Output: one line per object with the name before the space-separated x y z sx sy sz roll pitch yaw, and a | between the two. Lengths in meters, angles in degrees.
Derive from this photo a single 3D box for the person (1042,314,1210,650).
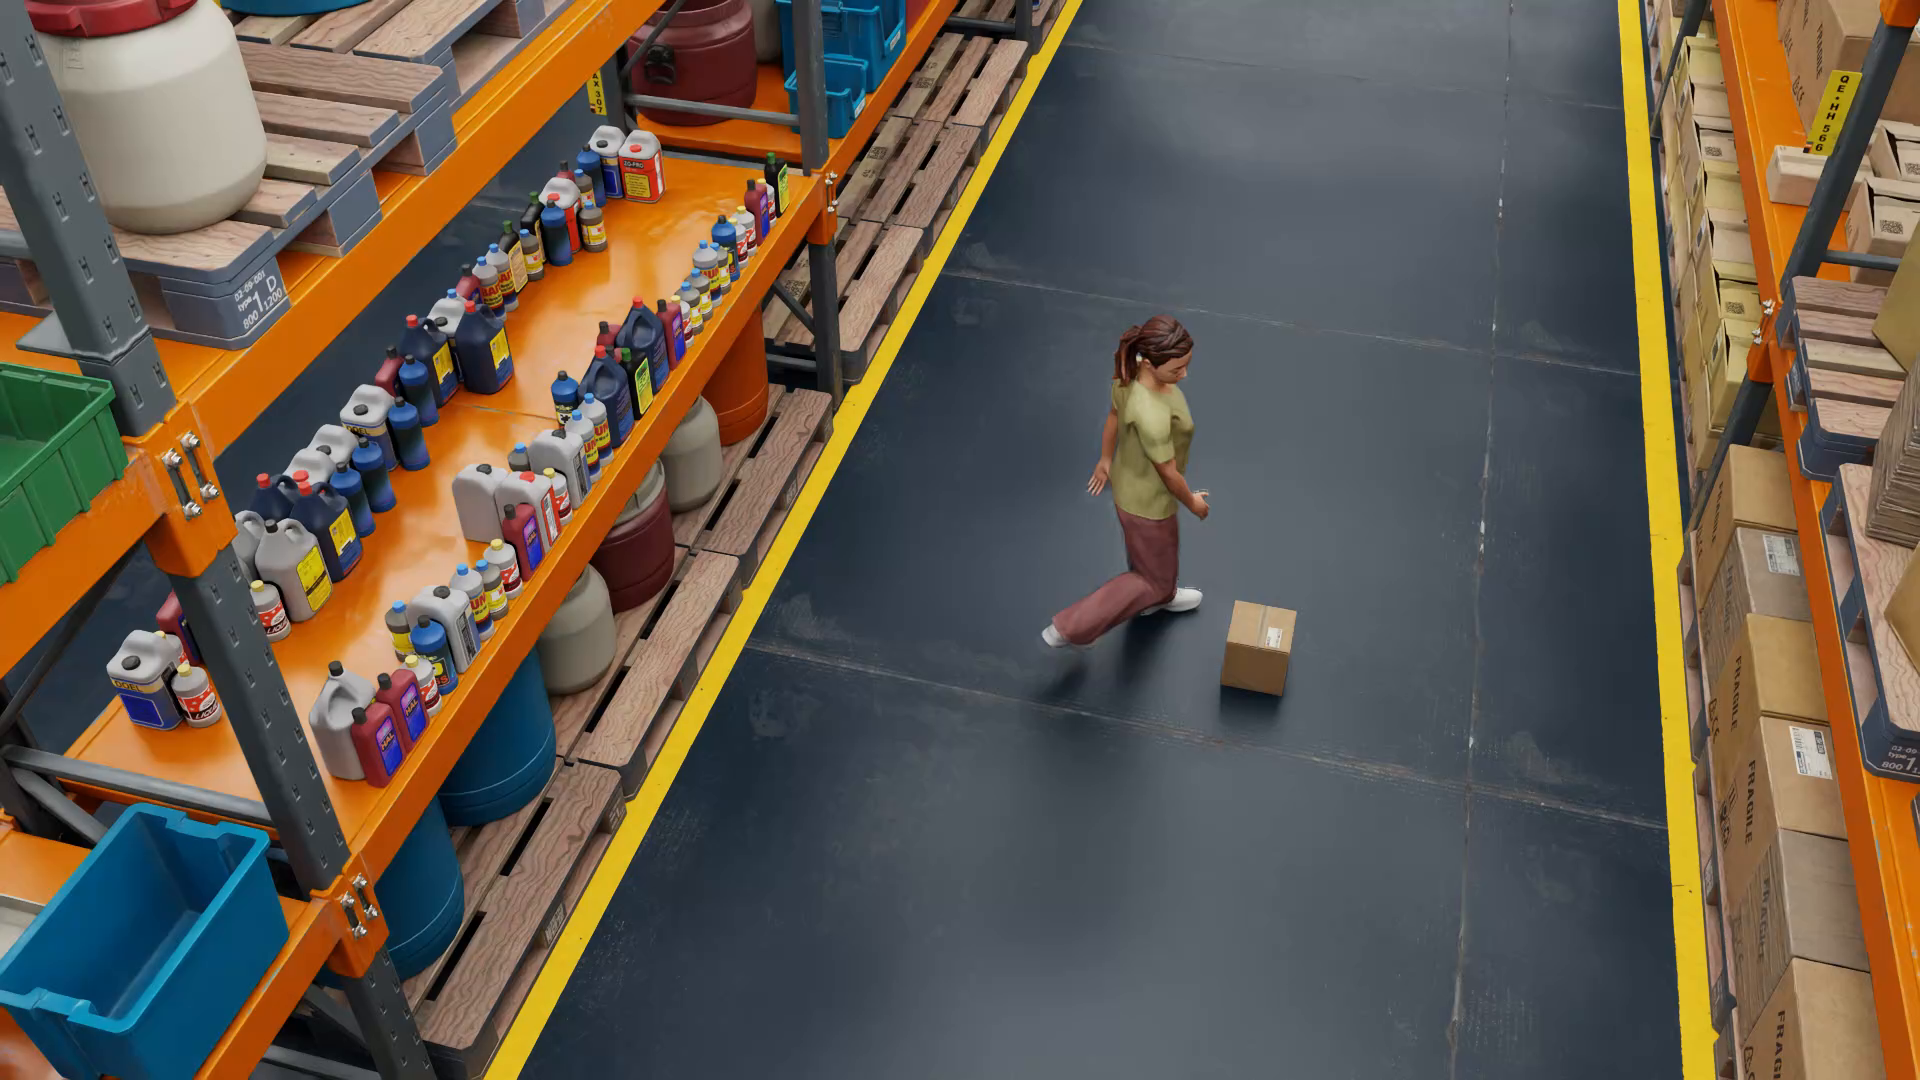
person | 0.680 -0.199 6.389 0.739 1.649 0.504 -4 41 -4
